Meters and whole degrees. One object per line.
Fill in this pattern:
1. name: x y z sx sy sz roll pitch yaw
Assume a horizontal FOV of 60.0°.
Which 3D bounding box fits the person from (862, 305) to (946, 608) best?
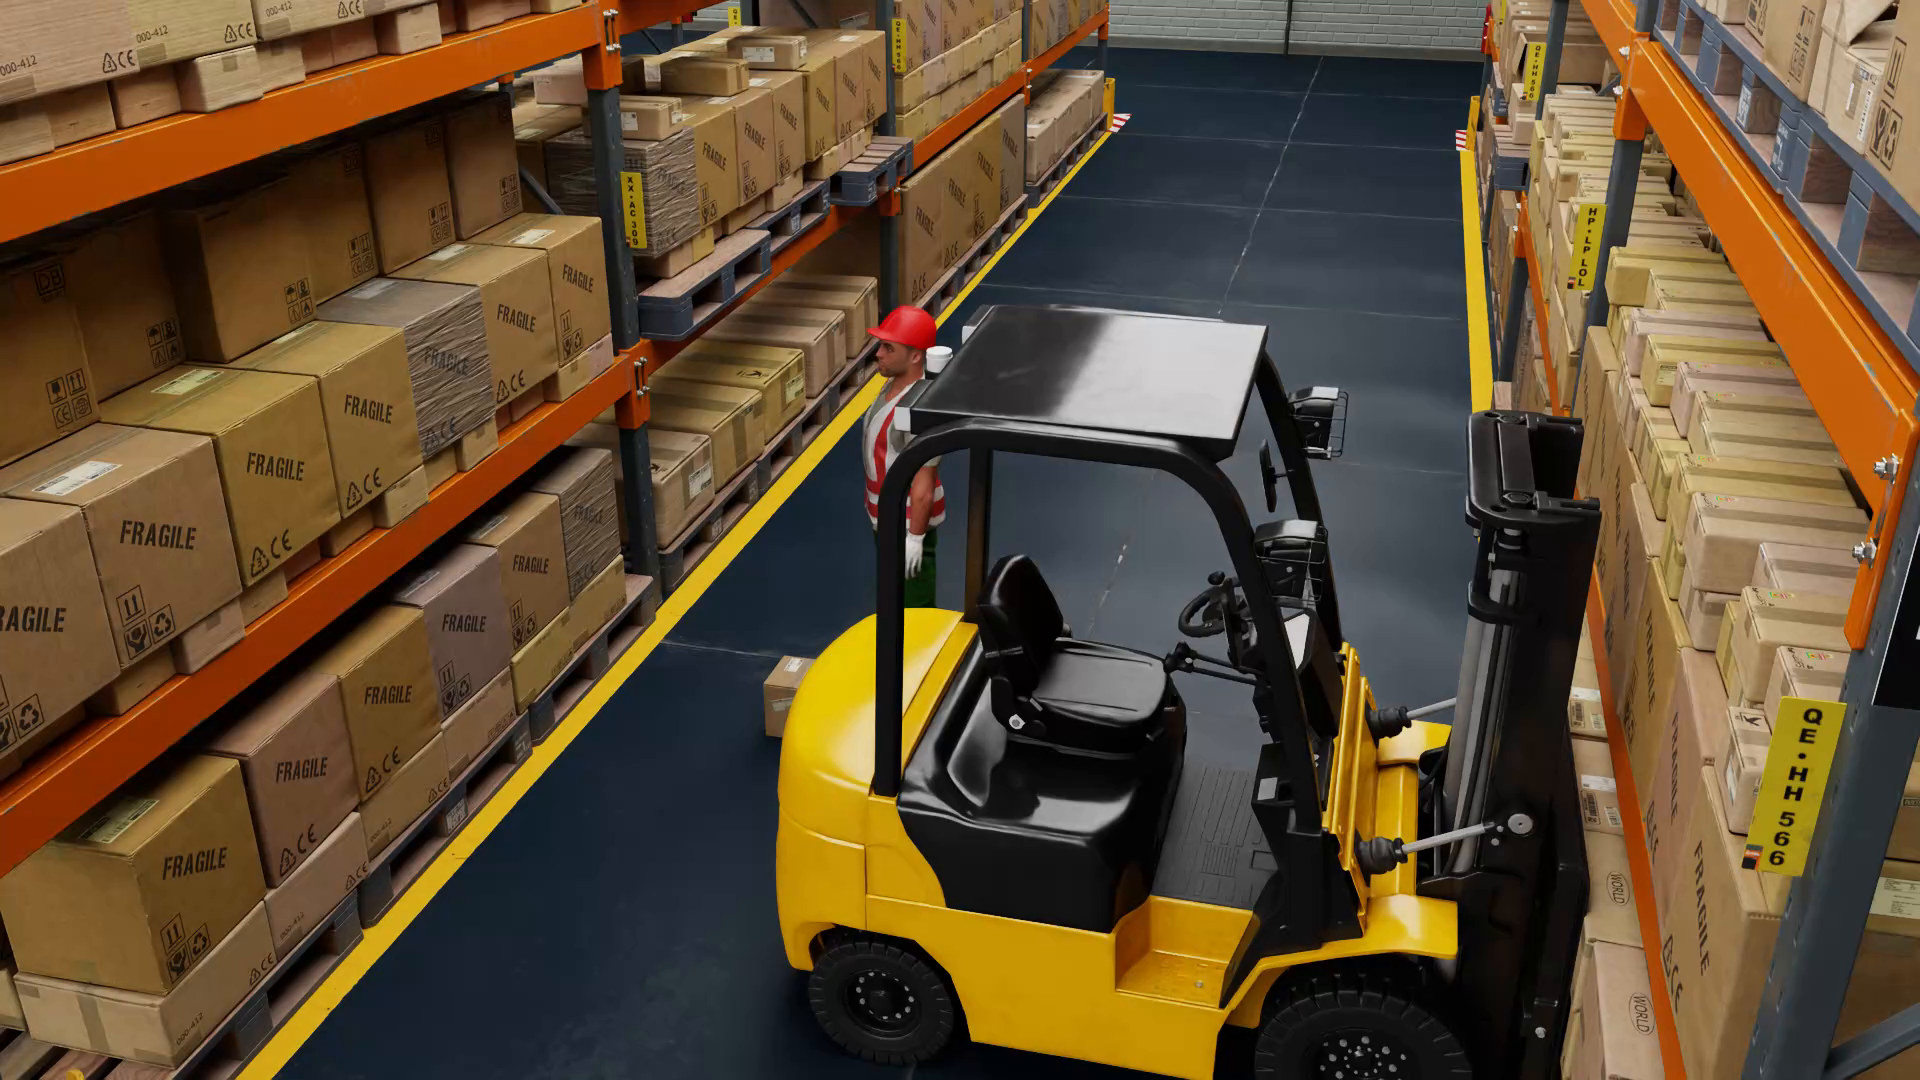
1. person: -0.225 -0.081 6.739 0.322 1.790 0.523 -6 26 -12
